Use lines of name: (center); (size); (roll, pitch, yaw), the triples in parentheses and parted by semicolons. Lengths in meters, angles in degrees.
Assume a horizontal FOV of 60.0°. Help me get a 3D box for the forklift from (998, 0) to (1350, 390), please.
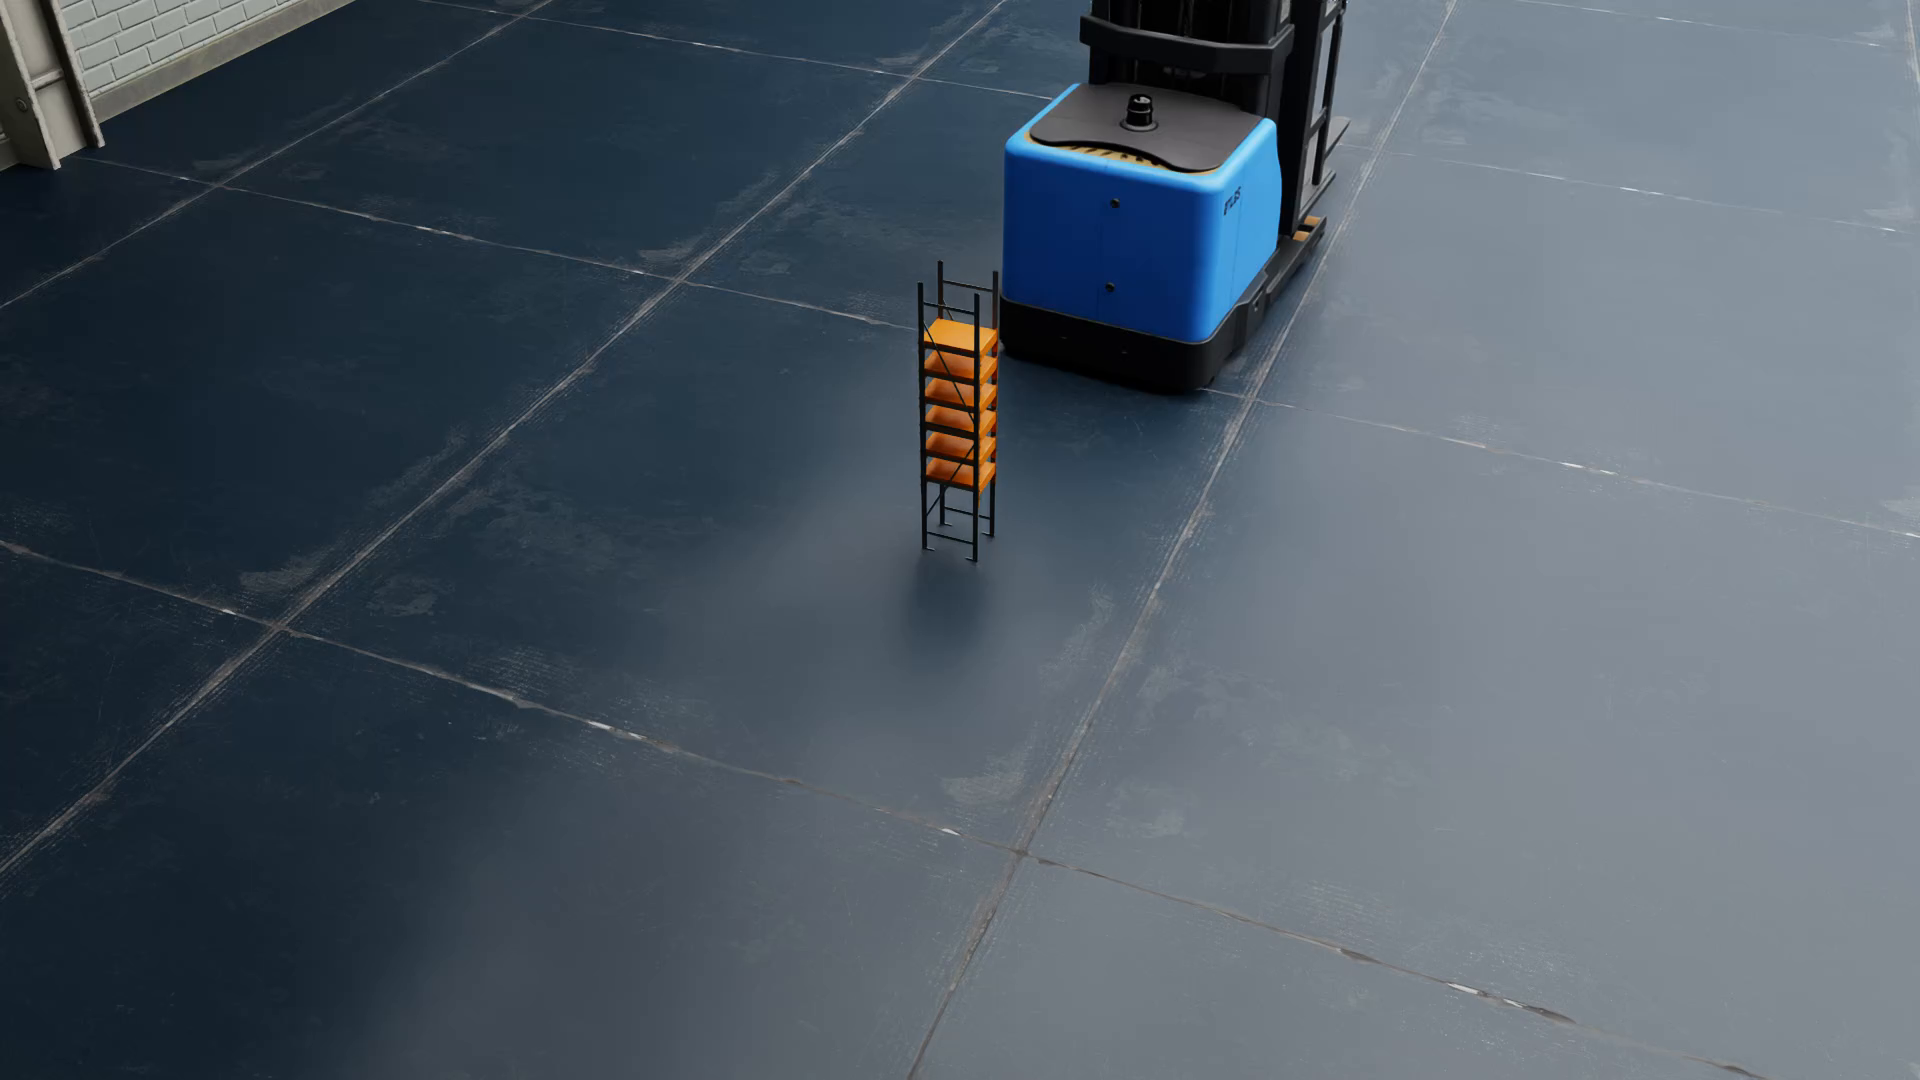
forklift: (1.289, -2.727, 7.951); (1.130, 2.935, 3.031); (17, 40, 21)

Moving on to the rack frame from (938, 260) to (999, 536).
rack frame: (0.029, -0.523, 6.448); (0.240, 1.200, 0.006); (14, 39, 18)

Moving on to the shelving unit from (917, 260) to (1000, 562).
shelving unit: (-0.006, -0.473, 6.380); (0.258, 1.200, 0.189); (14, 39, 18)

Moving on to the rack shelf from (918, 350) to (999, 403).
rack shelf: (-0.006, -0.629, 6.263); (0.258, 0.103, 0.180); (14, 39, 18)

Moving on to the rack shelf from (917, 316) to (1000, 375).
rack shelf: (-0.006, -0.725, 6.191); (0.258, 0.103, 0.180); (14, 39, 18)

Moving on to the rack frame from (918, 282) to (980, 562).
rack frame: (-0.040, -0.422, 6.312); (0.240, 1.200, 0.006); (14, 39, 18)

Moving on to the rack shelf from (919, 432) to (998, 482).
rack shelf: (-0.006, -0.341, 6.479); (0.258, 0.103, 0.180); (14, 39, 18)

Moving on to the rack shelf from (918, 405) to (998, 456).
rack shelf: (-0.006, -0.437, 6.407); (0.258, 0.103, 0.180); (14, 39, 18)

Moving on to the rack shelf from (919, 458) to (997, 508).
rack shelf: (-0.006, -0.245, 6.550); (0.258, 0.103, 0.180); (14, 39, 18)

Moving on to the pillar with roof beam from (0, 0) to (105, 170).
pillar with roof beam: (-1.322, -4.906, 5.798); (9.100, 9.000, 0.400); (14, 39, 18)

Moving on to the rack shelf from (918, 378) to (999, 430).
rack shelf: (-0.006, -0.533, 6.335); (0.258, 0.103, 0.180); (14, 39, 18)
